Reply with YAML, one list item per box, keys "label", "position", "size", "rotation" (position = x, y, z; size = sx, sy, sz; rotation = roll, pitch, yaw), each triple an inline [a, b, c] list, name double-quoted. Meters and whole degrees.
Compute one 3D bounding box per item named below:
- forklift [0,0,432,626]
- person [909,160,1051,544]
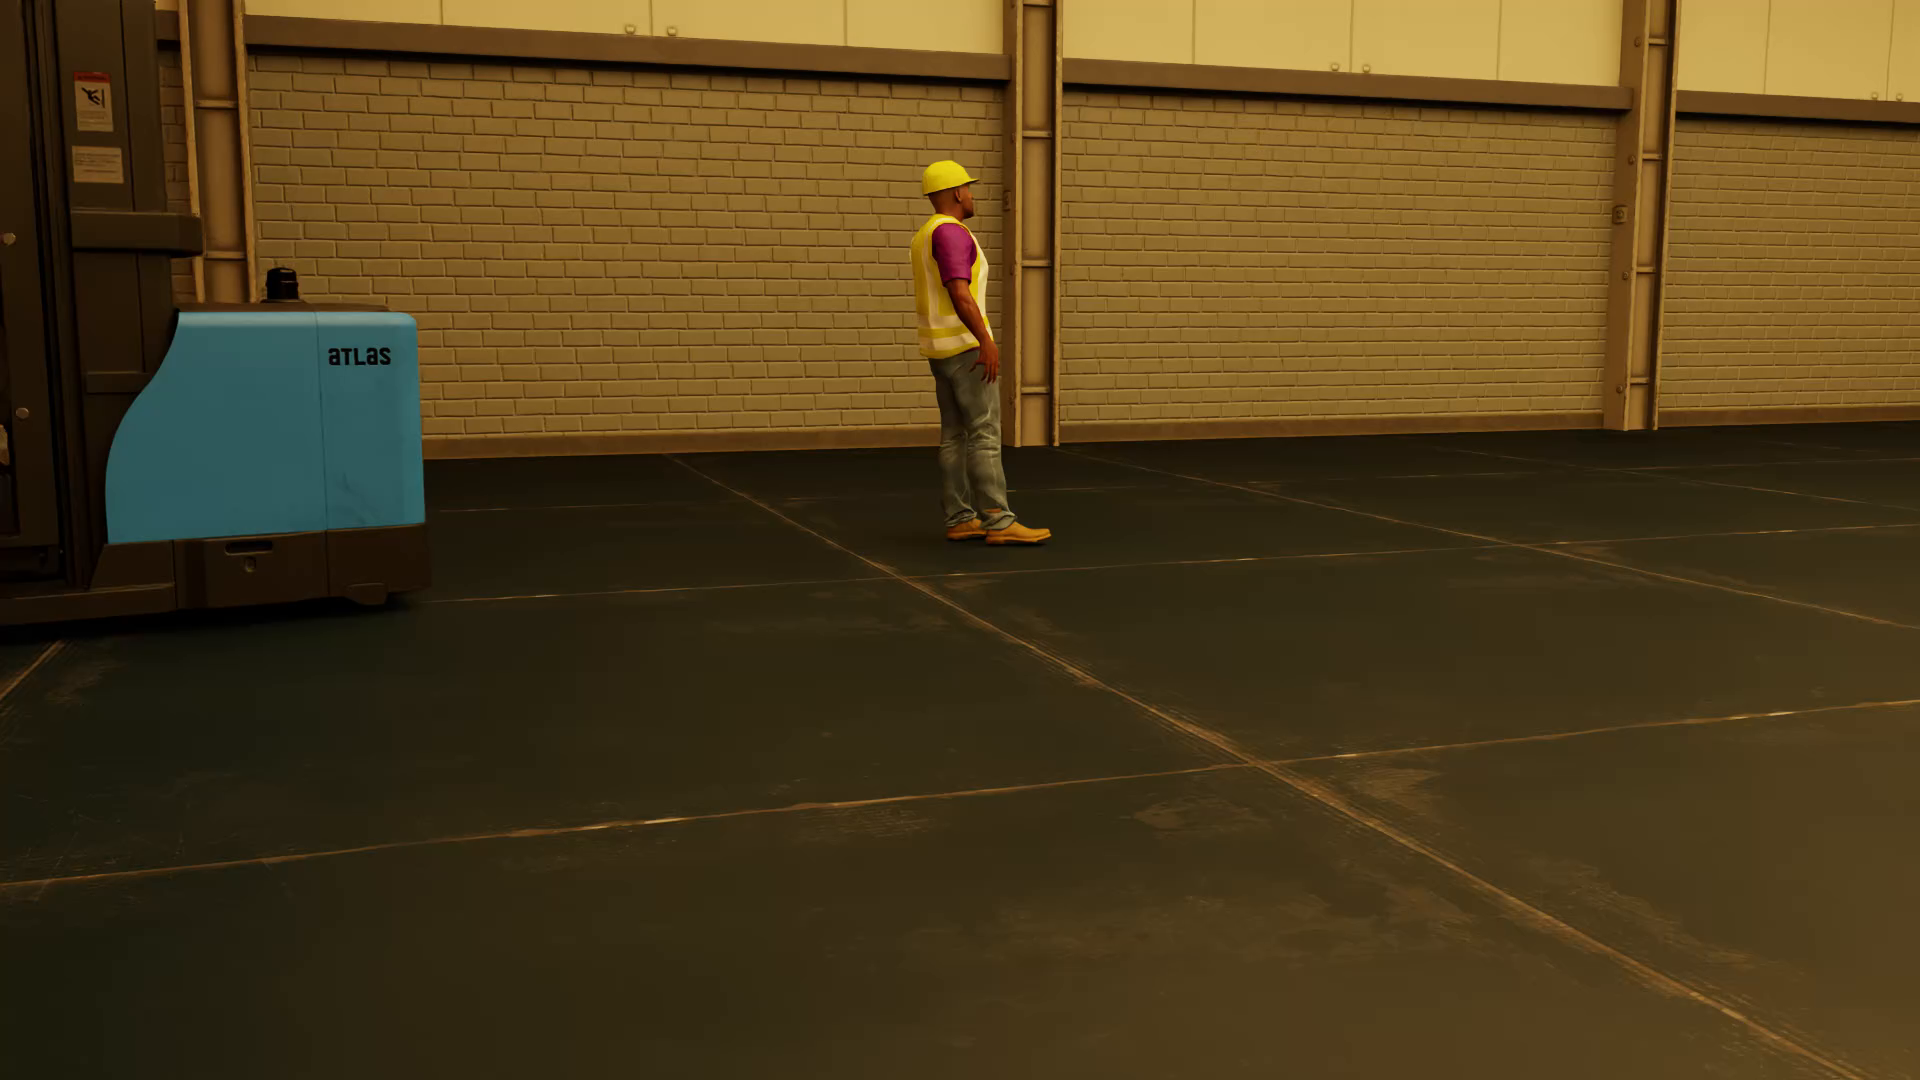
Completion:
- label: "forklift"
  position: [-3.477, -1.159, 5.571]
  size: [3.031, 2.935, 1.130]
  rotation: [-5, 9, -30]
- label: "person"
  position: [0.068, -0.885, 7.821]
  size: [0.575, 1.768, 0.665]
  rotation: [-3, 8, -18]
